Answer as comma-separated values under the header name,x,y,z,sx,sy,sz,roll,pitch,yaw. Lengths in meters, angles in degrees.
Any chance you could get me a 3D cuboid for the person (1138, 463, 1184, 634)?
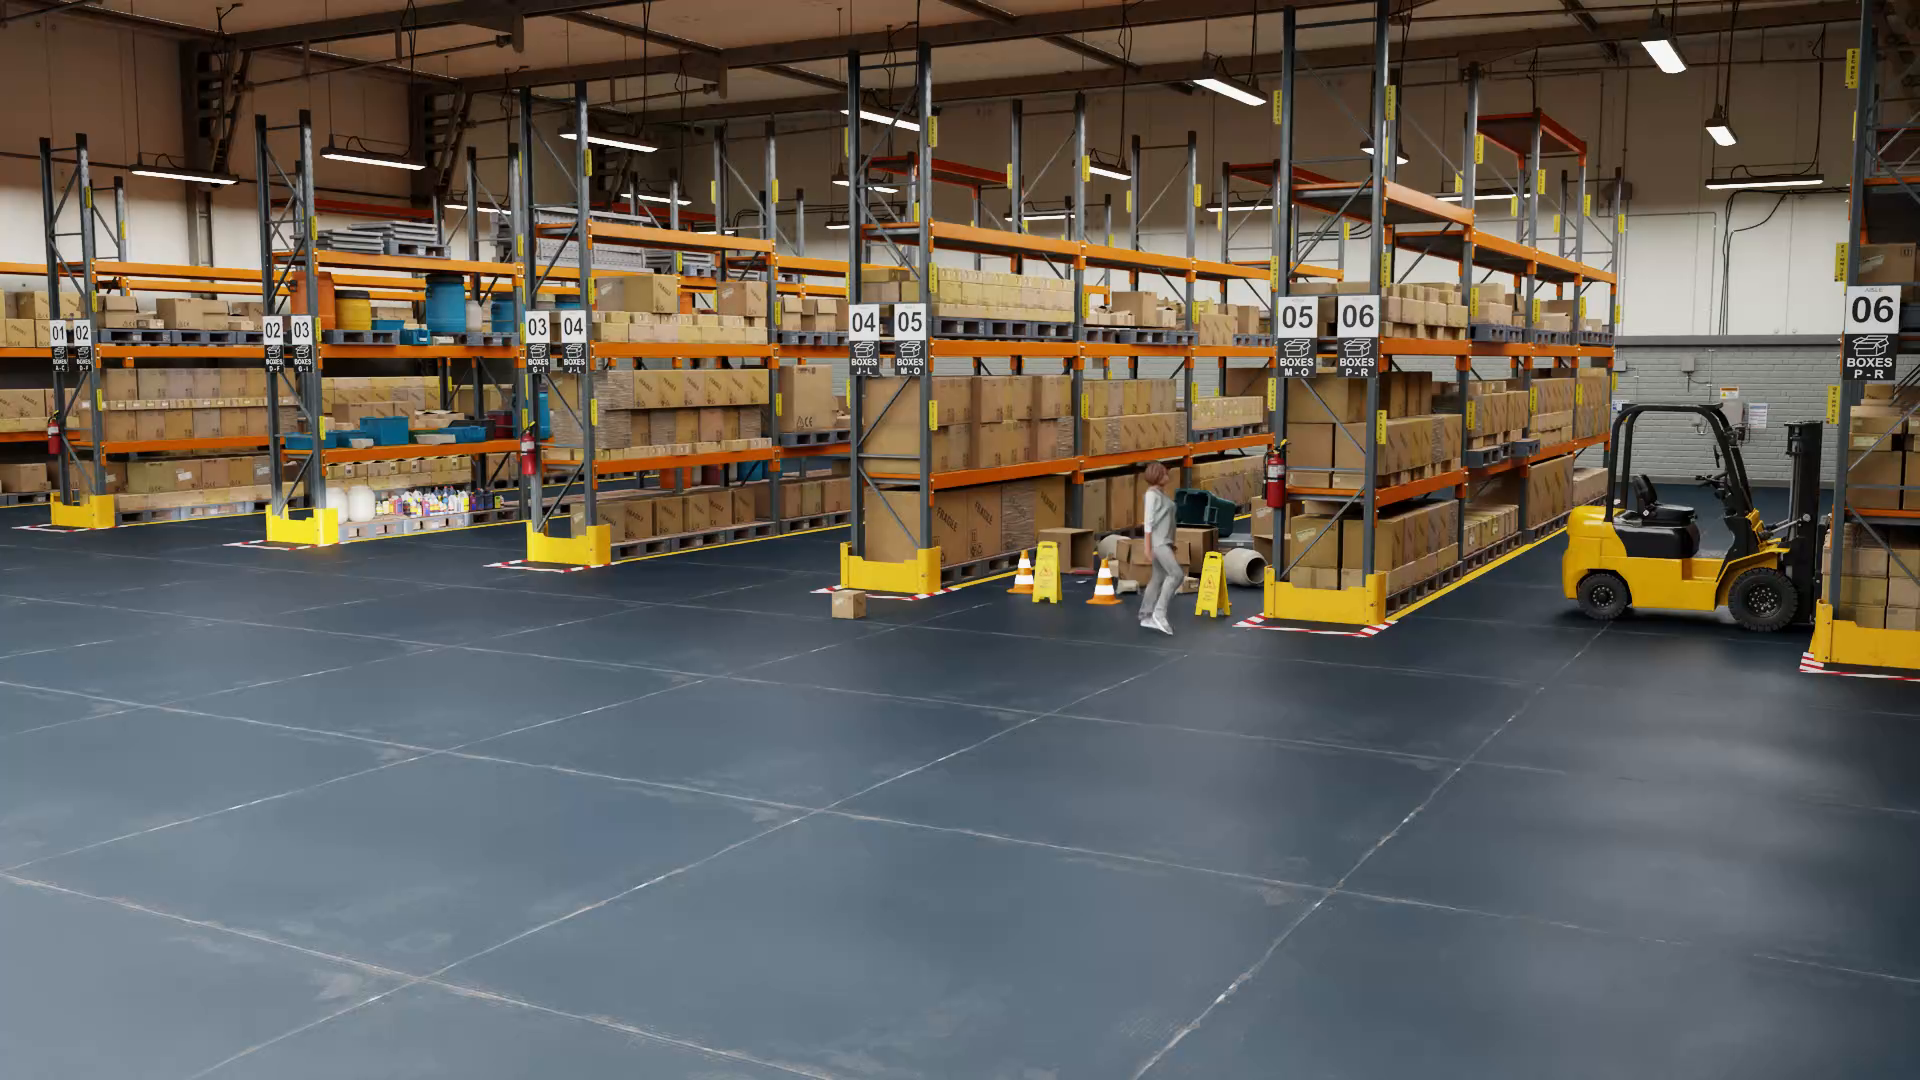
name,x,y,z,sx,sy,sz,roll,pitch,yaw
person,1.925,0.075,15.786,0.470,1.620,0.439,2,7,19
